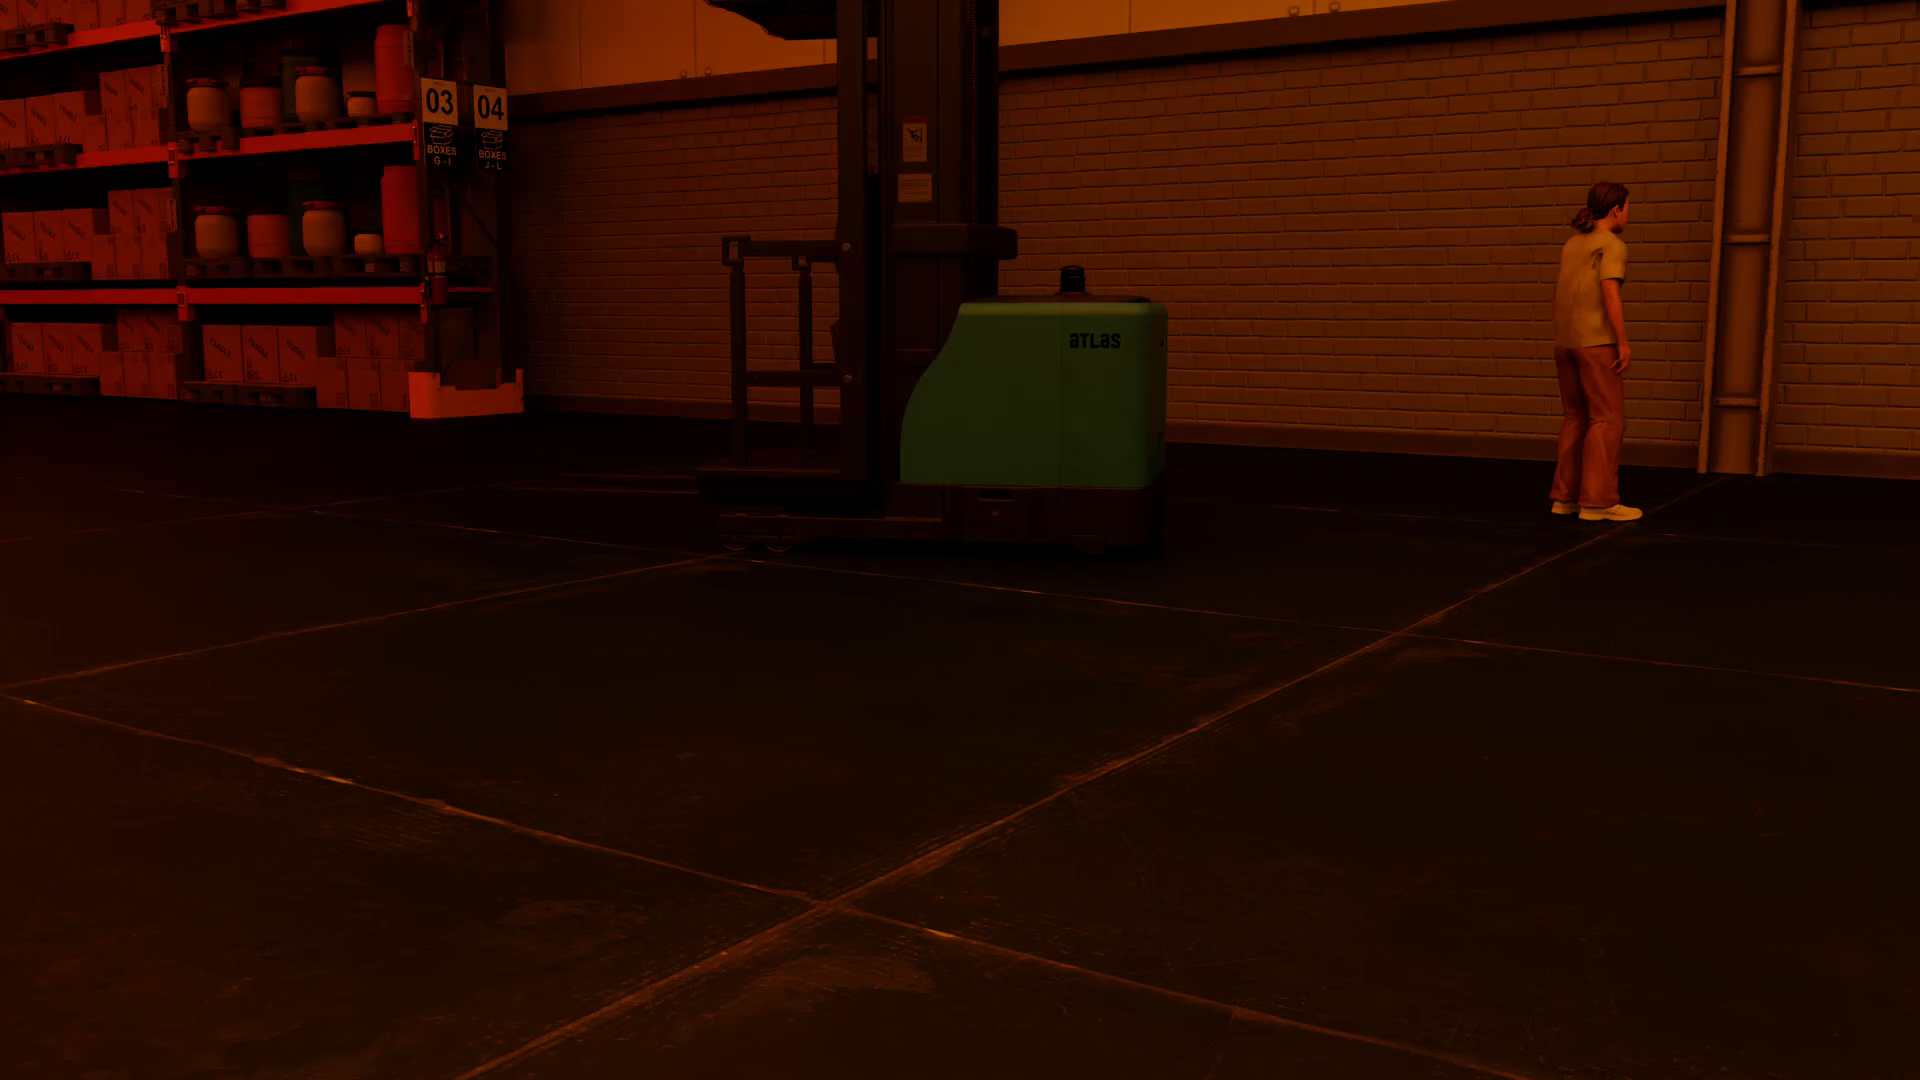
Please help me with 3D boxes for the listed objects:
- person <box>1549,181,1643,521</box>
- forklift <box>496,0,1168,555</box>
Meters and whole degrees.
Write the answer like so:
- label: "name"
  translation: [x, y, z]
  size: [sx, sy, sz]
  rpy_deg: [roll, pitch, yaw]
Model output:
- label: "person"
  translation: [3.171, -0.948, 8.330]
  size: [0.354, 1.673, 0.511]
  rpy_deg: [-2, 8, -15]
- label: "forklift"
  translation: [-0.596, -1.469, 7.520]
  size: [3.031, 2.935, 1.130]
  rpy_deg: [2, 8, 12]
